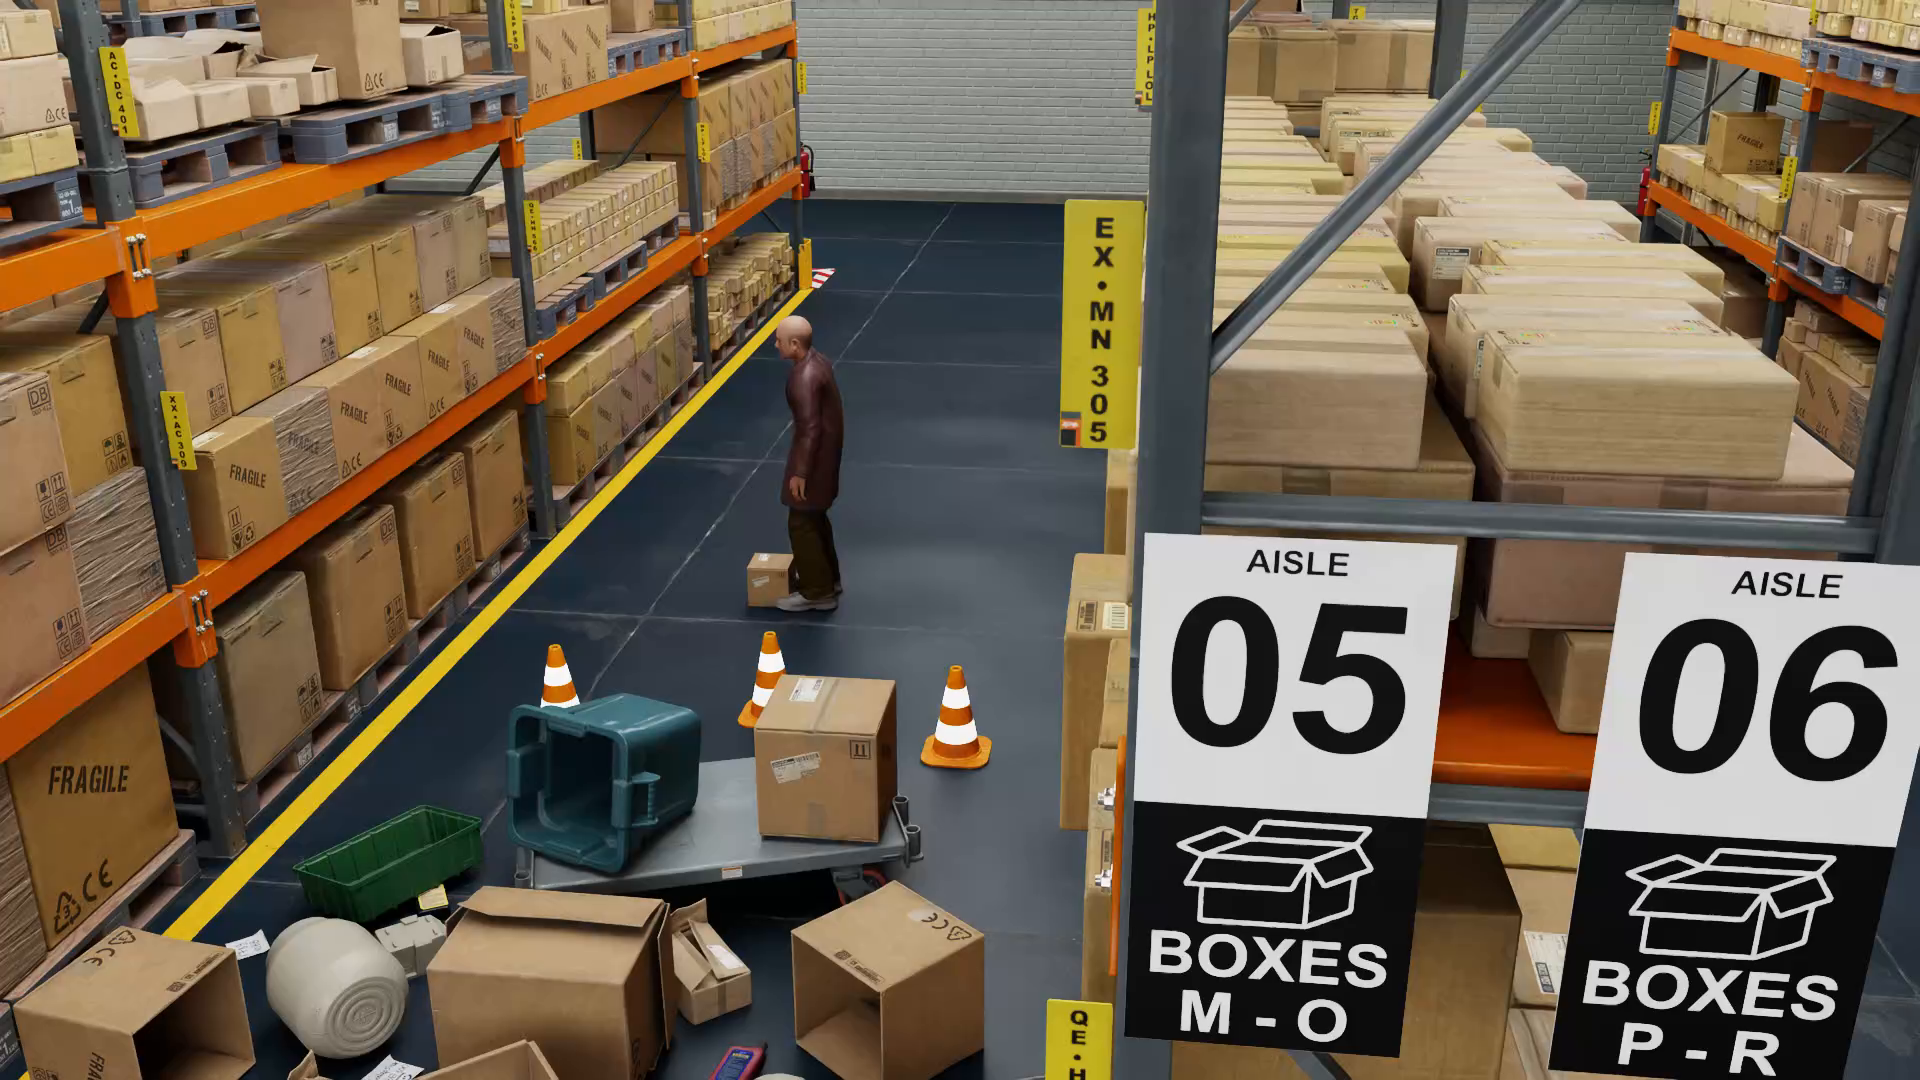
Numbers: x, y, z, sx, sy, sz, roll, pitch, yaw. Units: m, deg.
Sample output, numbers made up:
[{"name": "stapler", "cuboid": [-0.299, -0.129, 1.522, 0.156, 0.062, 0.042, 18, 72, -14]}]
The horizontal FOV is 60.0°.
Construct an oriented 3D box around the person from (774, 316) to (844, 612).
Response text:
[{"name": "person", "cuboid": [-0.894, -0.454, 9.794, 0.428, 1.773, 0.650, 1, 21, 3]}]
